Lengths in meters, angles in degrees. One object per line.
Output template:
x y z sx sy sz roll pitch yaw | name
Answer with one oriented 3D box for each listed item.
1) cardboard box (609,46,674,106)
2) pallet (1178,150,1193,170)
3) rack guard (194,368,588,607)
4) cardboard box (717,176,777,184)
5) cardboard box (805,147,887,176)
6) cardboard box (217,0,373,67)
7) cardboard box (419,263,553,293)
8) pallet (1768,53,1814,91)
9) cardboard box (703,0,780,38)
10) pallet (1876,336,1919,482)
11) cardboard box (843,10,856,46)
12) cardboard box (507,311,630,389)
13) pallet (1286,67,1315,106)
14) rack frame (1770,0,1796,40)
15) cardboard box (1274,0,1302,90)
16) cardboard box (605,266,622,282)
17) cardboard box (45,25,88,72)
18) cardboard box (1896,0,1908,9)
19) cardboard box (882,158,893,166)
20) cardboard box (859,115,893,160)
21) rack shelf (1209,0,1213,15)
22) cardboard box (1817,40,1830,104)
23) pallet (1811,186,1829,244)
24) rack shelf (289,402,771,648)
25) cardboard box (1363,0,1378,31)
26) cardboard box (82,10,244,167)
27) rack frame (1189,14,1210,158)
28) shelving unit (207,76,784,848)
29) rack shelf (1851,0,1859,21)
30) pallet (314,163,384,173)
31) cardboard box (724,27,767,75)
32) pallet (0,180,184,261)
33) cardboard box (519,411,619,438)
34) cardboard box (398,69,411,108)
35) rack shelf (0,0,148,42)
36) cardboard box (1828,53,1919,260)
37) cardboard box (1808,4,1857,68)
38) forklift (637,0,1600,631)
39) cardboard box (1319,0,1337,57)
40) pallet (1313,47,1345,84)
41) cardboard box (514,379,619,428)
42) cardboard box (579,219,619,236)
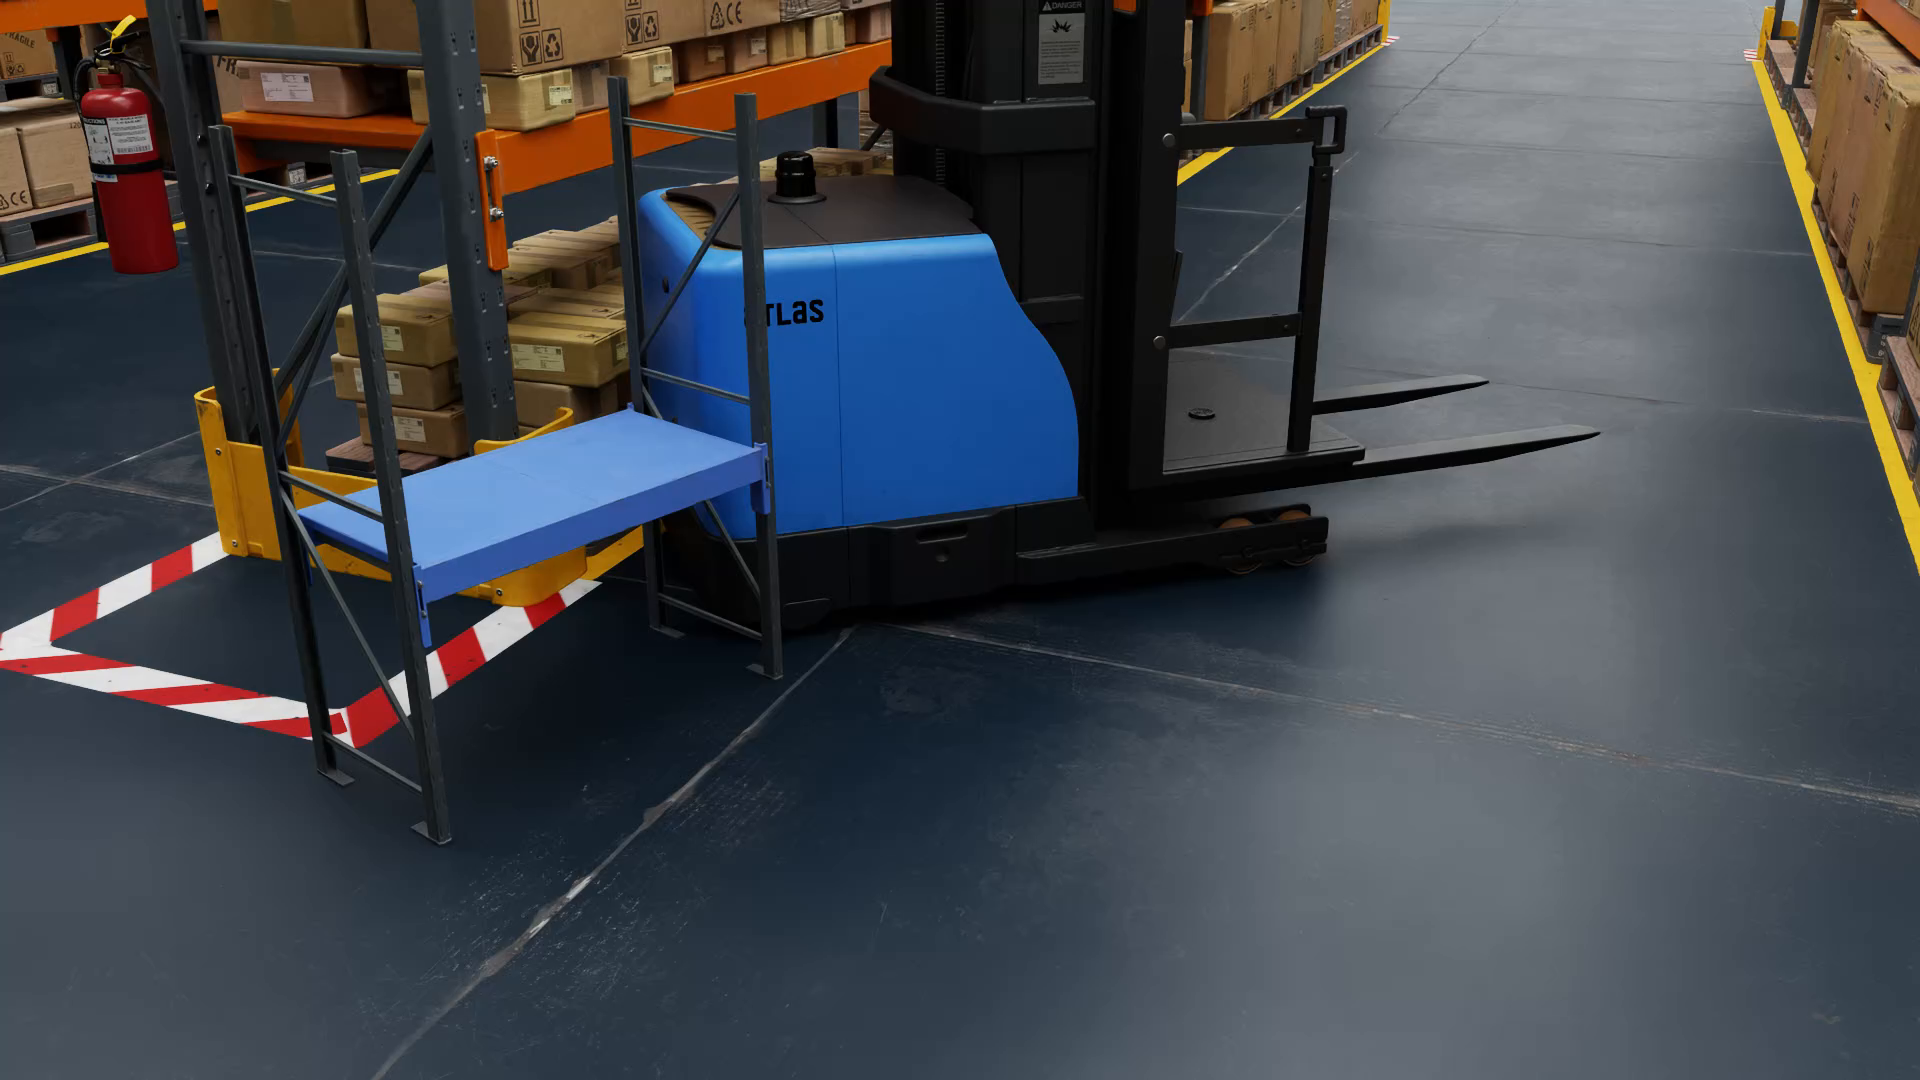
-1.112 -1.439 5.129 0.380 0.149 0.250 8 24 19 | cardboard box
0.938 -2.597 11.193 1.003 0.211 1.213 9 24 20 | pallet
-1.714 -0.174 5.018 1.175 0.500 0.348 9 24 20 | rack guard
-0.858 -1.507 7.347 0.380 0.149 0.250 8 24 19 | cardboard box
-0.577 -1.791 8.028 0.380 0.149 0.250 10 25 22 | cardboard box
-1.814 -1.681 4.868 0.500 0.500 0.500 9 24 21 | cardboard box
-1.656 -0.871 5.827 0.380 0.149 0.250 8 24 19 | cardboard box
7.951 -4.245 15.139 1.003 0.211 1.213 9 24 20 | pallet
-0.950 -1.973 5.567 0.500 0.500 0.500 9 24 21 | cardboard box
3.956 -0.438 6.024 1.003 0.211 1.213 9 24 20 | pallet
-0.630 -2.012 6.500 0.380 0.149 0.250 8 24 19 | cardboard box
-1.232 -0.592 5.158 0.380 0.149 0.250 8 24 18 | cardboard box
2.499 -4.021 14.602 1.003 0.211 1.213 9 24 20 | pallet
8.769 -6.280 16.392 1.000 3.000 0.127 9 24 20 | rack frame
2.206 -4.171 13.717 1.050 0.750 0.750 9 24 20 | cardboard box
-1.014 -0.880 5.848 0.380 0.149 0.250 8 24 17 | cardboard box
-7.971 -4.403 14.598 0.500 0.500 0.500 10 24 22 | cardboard box
4.800 -2.781 7.886 0.500 0.500 0.500 9 24 20 | cardboard box
-0.147 -1.720 7.858 0.380 0.149 0.250 9 24 22 | cardboard box
-0.215 -2.073 9.019 0.500 0.500 0.500 8 24 19 | cardboard box
1.972 -4.547 13.177 1.077 0.370 4.000 9 24 20 | rack shelf
6.633 -3.313 11.962 0.700 0.500 0.500 7 24 15 | cardboard box
5.434 -1.859 9.426 1.003 0.211 1.213 9 24 20 | pallet
-0.993 -0.070 3.938 0.538 0.185 1.000 18 29 36 | rack shelf
4.010 -5.987 17.904 0.875 0.875 0.875 9 24 20 | cardboard box
-4.734 -2.851 10.395 0.875 0.875 0.875 10 25 22 | cardboard box
1.229 -4.163 11.325 1.000 3.000 0.127 9 24 20 | rack frame
-0.993 -0.236 3.868 0.538 1.500 1.048 18 29 36 | shelving unit
6.540 -3.801 11.390 1.077 0.370 4.000 9 24 20 | rack shelf
-4.222 -2.843 11.781 1.003 0.211 1.213 9 24 20 | pallet
-0.901 -1.729 5.824 0.380 0.149 0.250 8 24 19 | cardboard box
-5.245 -1.857 9.421 1.003 0.211 1.213 9 24 20 | pallet
-1.250 -0.320 5.279 0.380 0.149 0.250 9 24 21 | cardboard box
-1.756 -1.425 5.096 0.380 0.149 0.250 9 24 20 | cardboard box
-5.633 -2.357 7.933 1.077 0.370 4.000 9 24 20 | rack shelf
4.861 -1.751 7.761 1.225 0.875 0.875 8 24 18 | cardboard box
7.832 -4.466 14.747 0.500 0.500 0.500 7 24 15 | cardboard box
0.593 -1.433 4.877 3.031 2.935 1.130 -8 24 -18 | forklift
3.014 -5.023 15.595 0.875 0.875 0.875 9 24 21 | cardboard box
3.070 -4.569 15.914 1.003 0.211 1.213 9 24 20 | pallet
-1.309 -0.467 5.243 0.380 0.149 0.250 10 25 22 | cardboard box
-1.252 -1.138 6.464 0.380 0.149 0.250 8 24 18 | cardboard box
